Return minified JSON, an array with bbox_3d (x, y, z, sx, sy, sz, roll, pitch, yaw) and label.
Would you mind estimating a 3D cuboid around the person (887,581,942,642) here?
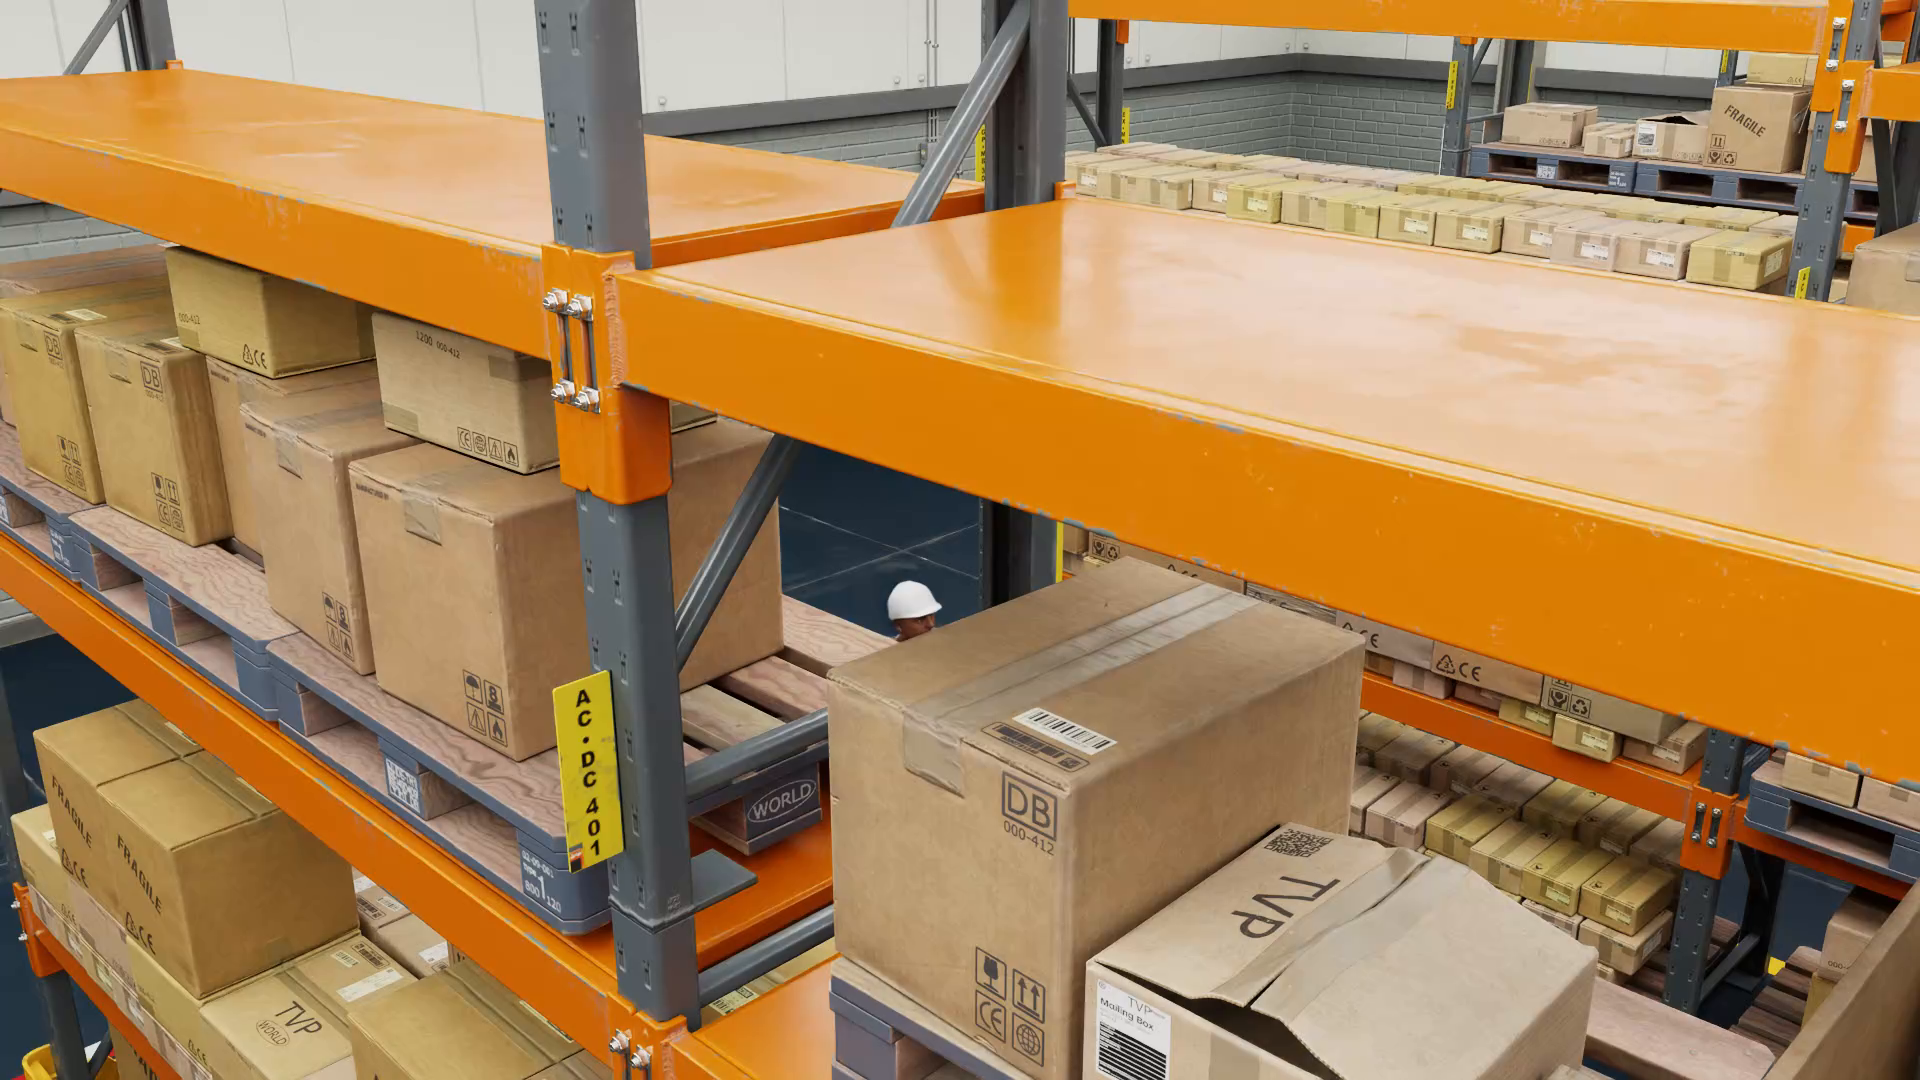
[{"bbox_3d":[-0.184,1.032,7.707,0.572,1.784,0.480,-14,24,-33],"label":"person"}]
